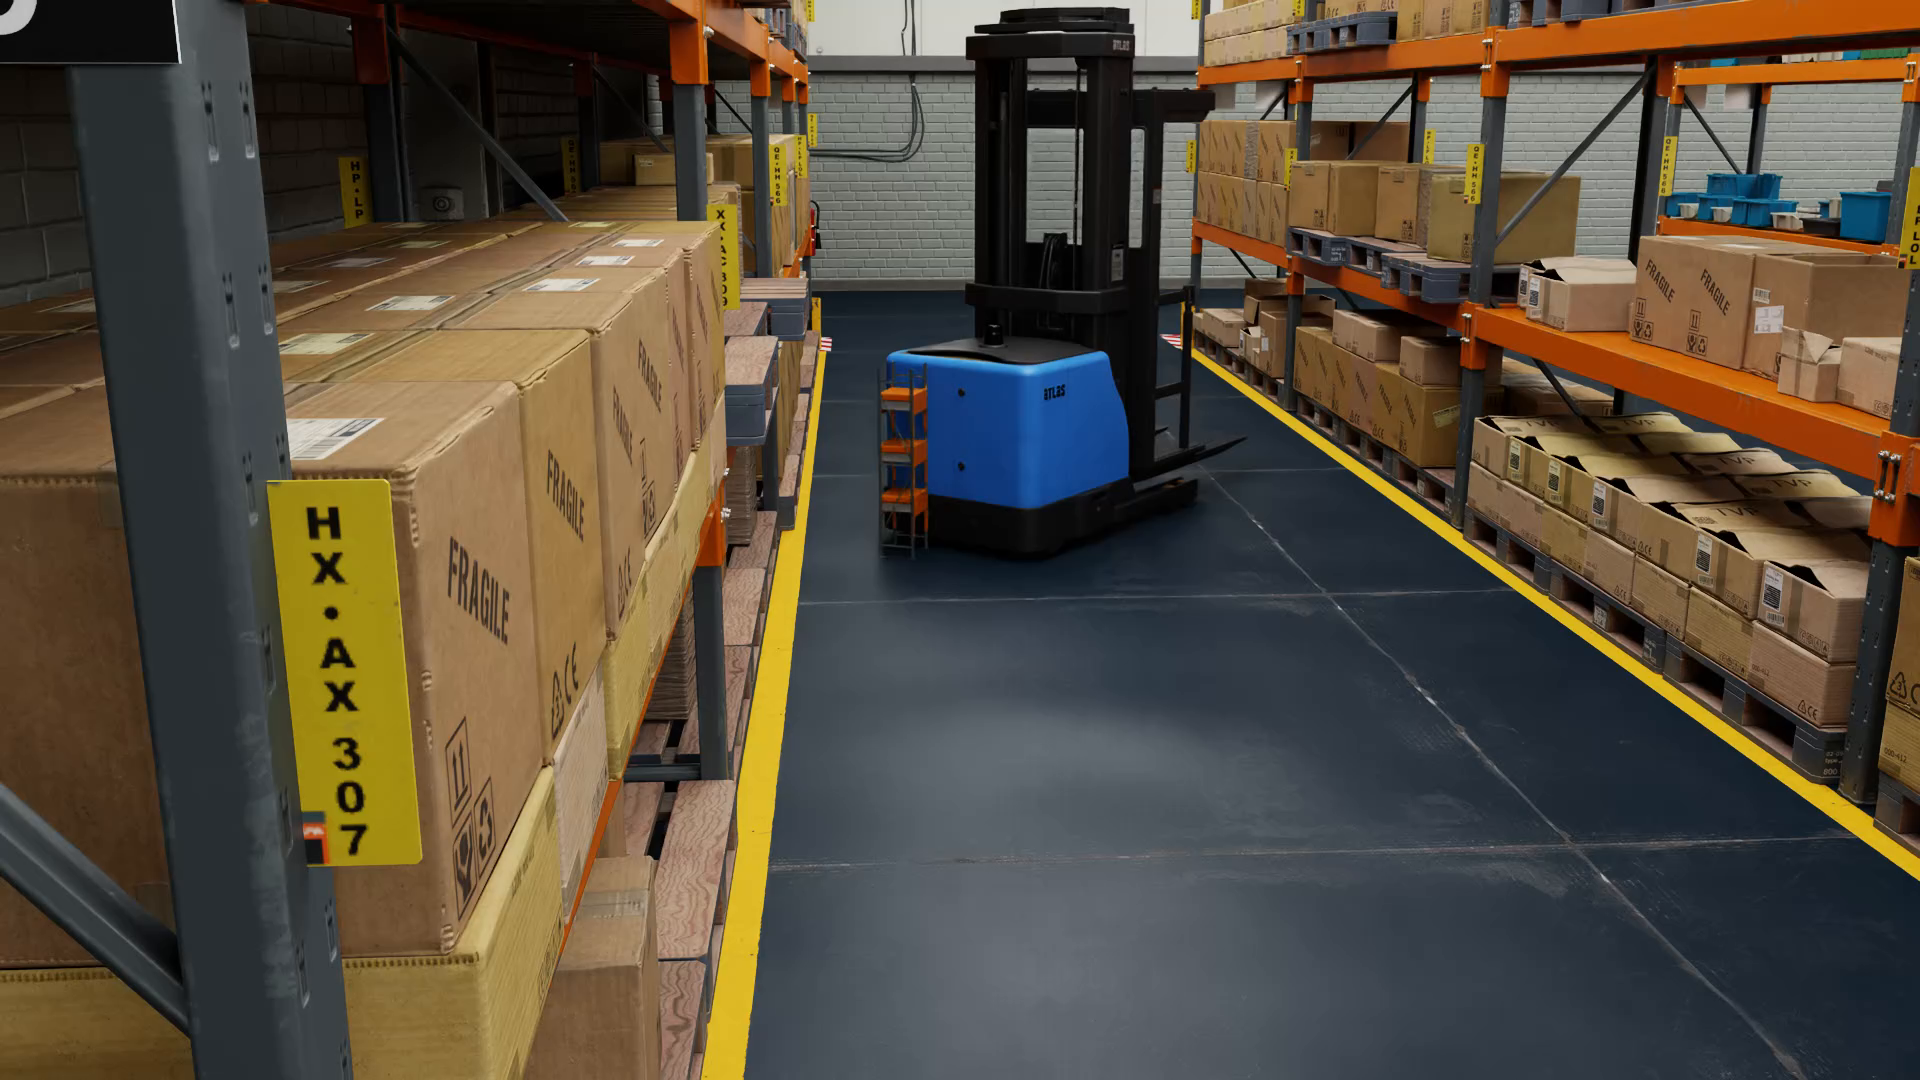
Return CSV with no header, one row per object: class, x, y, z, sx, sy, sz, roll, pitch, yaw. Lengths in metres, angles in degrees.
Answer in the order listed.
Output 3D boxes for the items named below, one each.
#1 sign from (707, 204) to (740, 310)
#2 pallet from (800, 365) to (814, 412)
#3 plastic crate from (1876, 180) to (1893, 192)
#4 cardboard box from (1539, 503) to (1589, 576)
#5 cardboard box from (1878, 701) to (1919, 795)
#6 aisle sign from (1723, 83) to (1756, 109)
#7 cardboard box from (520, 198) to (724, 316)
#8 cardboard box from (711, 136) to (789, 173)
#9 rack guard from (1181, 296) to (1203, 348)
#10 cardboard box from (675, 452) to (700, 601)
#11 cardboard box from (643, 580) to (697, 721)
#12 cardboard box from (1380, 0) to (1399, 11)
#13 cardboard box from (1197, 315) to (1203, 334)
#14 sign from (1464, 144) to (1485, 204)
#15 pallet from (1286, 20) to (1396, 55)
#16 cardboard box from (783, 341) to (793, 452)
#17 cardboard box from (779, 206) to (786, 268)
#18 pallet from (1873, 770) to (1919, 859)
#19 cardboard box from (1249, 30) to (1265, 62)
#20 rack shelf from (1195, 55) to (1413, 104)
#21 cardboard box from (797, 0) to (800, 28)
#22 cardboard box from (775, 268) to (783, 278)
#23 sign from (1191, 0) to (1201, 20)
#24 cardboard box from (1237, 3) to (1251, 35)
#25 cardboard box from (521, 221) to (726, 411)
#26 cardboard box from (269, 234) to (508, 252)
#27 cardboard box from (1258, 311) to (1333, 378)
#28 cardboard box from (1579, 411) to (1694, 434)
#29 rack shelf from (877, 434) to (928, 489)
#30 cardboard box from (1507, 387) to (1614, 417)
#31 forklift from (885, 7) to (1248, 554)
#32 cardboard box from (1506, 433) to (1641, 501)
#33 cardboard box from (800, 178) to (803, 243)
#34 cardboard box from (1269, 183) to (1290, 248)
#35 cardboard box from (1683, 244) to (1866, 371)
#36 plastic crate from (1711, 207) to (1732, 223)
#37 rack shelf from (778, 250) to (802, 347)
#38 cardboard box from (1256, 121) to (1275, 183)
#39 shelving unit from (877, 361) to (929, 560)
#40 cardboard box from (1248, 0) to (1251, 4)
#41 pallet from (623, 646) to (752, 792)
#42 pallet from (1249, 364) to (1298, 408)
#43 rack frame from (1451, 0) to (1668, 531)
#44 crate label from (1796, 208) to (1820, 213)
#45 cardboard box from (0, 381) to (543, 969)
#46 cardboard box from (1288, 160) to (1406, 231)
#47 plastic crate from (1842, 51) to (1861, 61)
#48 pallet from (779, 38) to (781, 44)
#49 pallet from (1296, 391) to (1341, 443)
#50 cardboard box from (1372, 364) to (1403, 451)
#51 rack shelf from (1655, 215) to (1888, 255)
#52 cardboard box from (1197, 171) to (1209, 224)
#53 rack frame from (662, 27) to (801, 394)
sign,-0.745,-0.886,5.211,0.100,0.325,0.005,-1,14,-3
pallet,-1.751,-1.286,14.099,1.003,0.211,1.213,-1,14,-3
plastic crate,8.301,-2.885,14.469,0.402,0.464,0.583,-1,14,-3
cardboard box,3.220,-0.011,8.225,0.500,0.250,0.500,-1,14,-5
cardboard box,3.384,0.715,5.404,0.500,0.250,0.500,-1,14,-3
aisle sign,8.146,-4.875,17.236,0.394,0.787,0.004,-1,14,-3
cardboard box,-1.383,-1.147,6.881,0.700,0.500,0.500,1,14,4
cardboard box,-1.444,-2.645,11.443,0.500,0.250,0.500,-1,14,-2
rack guard,2.919,-2.288,17.417,1.175,0.500,0.348,-1,14,-3
cardboard box,-0.885,-0.031,3.888,0.500,0.250,0.500,-1,14,-4
cardboard box,-1.348,0.359,6.246,0.700,0.500,0.500,0,14,-2
cardboard box,3.205,-3.818,11.081,0.600,0.600,0.600,-1,15,-6
cardboard box,2.613,-2.187,16.810,0.380,0.166,0.250,-1,14,-3
sign,2.869,-2.040,9.270,0.100,0.325,0.005,-1,14,-3
pallet,3.133,-3.721,12.328,1.213,0.211,1.003,-1,14,-3
cardboard box,-1.496,-1.016,10.927,0.750,0.750,0.750,-1,14,-4
cardboard box,-1.332,-1.908,10.085,0.500,0.500,0.500,0,14,-2
pallet,3.665,1.015,5.156,1.003,0.211,1.213,-1,14,-3
cardboard box,2.807,-4.269,14.378,0.500,0.250,0.500,-1,14,-3
rack shelf,3.038,-4.125,14.962,1.077,0.370,4.000,-1,14,-3
cardboard box,-1.579,-4.380,13.769,0.500,0.250,0.500,-1,14,-5
cardboard box,-1.262,-1.555,10.013,0.380,0.149,0.250,0,14,-2
sign,2.373,-5.385,16.664,0.100,0.325,0.005,-1,14,-3
cardboard box,2.775,-4.635,14.799,0.500,0.250,0.500,-1,14,-3
cardboard box,-0.948,-0.643,4.764,0.500,0.500,0.500,-1,14,-4
cardboard box,-1.437,-0.507,4.235,0.500,0.500,0.500,-1,14,-4
cardboard box,2.844,-1.663,14.103,0.500,0.500,0.500,-1,14,-3
cardboard box,3.688,-0.545,9.175,0.500,0.311,0.500,-1,14,-2
rack shelf,-0.312,-0.423,9.108,0.215,0.259,0.240,4,15,16
cardboard box,3.667,-0.648,10.160,0.500,0.500,0.500,0,14,-1
forklift,0.828,-1.656,10.080,1.130,2.935,3.031,10,17,34
cardboard box,3.190,-0.406,8.636,0.500,0.311,0.500,-1,14,-5
cardboard box,-1.839,-2.908,14.206,0.980,0.700,0.700,-1,14,-5
cardboard box,2.875,-2.692,13.768,0.500,0.500,0.500,-1,14,-3
cardboard box,3.563,-1.029,7.304,0.500,0.500,0.500,-1,14,-3
plastic crate,7.524,-3.179,16.269,0.250,0.136,0.298,-1,14,-3
rack shelf,-1.658,-1.600,11.168,1.077,0.370,4.000,-1,14,-3
cardboard box,2.838,-3.305,14.144,0.500,0.500,0.500,-1,14,-5
shelving unit,-0.312,-0.434,9.105,0.215,1.050,0.252,4,15,16
cardboard box,3.047,-5.127,15.208,0.700,0.500,0.500,-1,14,-3
pallet,-1.336,0.701,6.379,1.003,0.211,1.213,-1,14,-3
pallet,3.121,-1.343,14.324,1.003,0.211,1.213,-1,14,-3
rack frame,3.410,-1.528,9.446,1.000,3.000,0.127,-1,14,-3
crate label,8.135,-3.154,16.172,0.396,0.136,0.243,-1,14,-3
cardboard box,-0.768,0.115,1.815,0.500,0.500,0.500,-1,14,-3
cardboard box,2.968,-2.654,12.777,0.700,0.500,0.500,-6,16,-22
plastic crate,7.731,-4.192,14.114,0.416,0.233,0.300,-1,14,-3
pallet,-1.676,-3.578,11.779,0.805,0.209,1.217,-1,15,-6
pallet,3.250,-0.971,12.876,1.003,0.211,1.213,-1,14,-3
cardboard box,3.086,-0.888,11.093,0.500,0.500,0.500,-1,14,-5
rack shelf,7.982,-2.748,15.629,1.077,0.370,4.000,-1,14,-3
cardboard box,2.679,-3.452,16.722,0.500,0.500,0.500,-1,14,-2
rack frame,-1.782,-2.446,13.012,1.000,3.000,0.127,-1,14,-3
